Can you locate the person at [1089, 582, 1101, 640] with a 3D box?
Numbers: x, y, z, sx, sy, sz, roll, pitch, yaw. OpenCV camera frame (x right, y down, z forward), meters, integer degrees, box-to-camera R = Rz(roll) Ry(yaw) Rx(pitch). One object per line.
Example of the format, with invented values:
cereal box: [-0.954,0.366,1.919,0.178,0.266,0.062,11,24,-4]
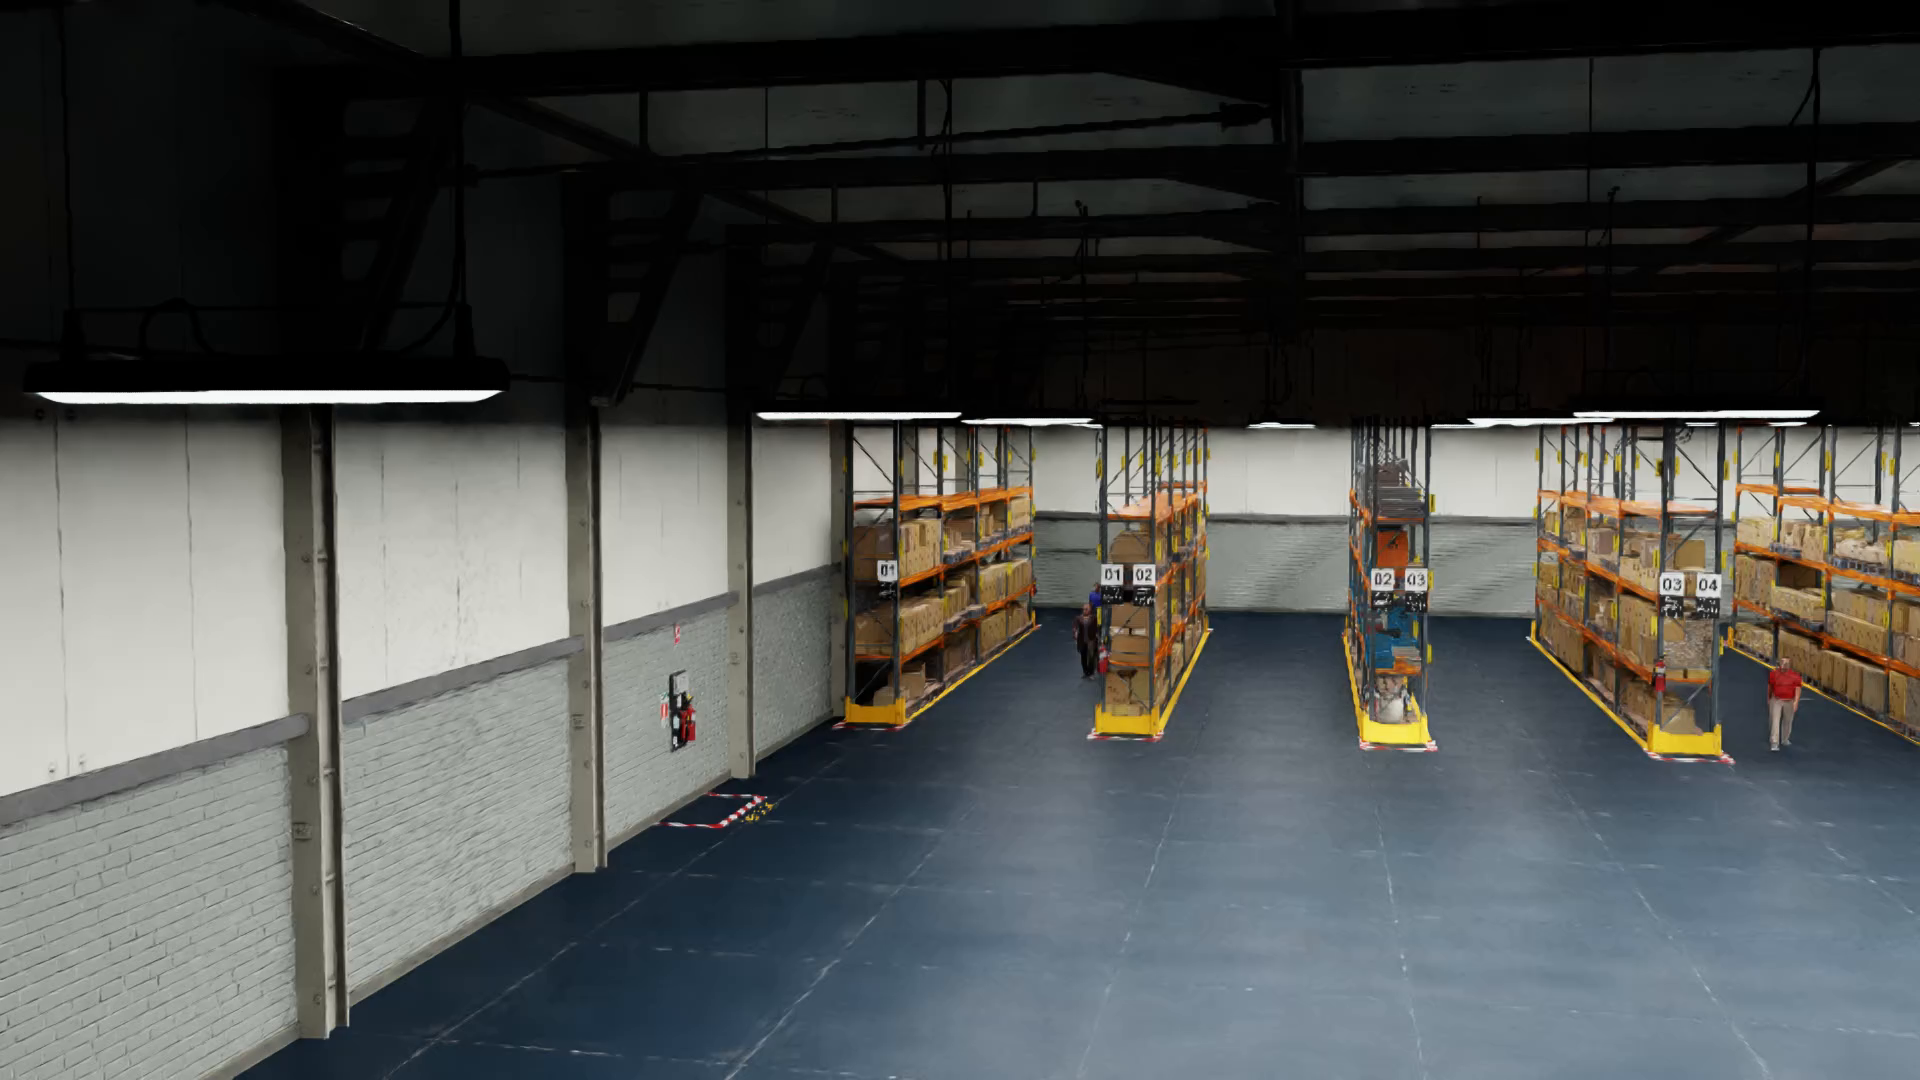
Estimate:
person: [3.728,1.912,45.177,0.447,1.574,1.088,1,4,14]

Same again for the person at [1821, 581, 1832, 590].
person: [23.186,1.941,44.410,0.472,1.670,0.656,-1,4,-18]

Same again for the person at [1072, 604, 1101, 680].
person: [2.928,2.316,38.142,0.748,1.741,0.741,1,4,17]

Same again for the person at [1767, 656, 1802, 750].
person: [14.718,2.899,29.694,0.532,1.659,1.032,1,4,20]
